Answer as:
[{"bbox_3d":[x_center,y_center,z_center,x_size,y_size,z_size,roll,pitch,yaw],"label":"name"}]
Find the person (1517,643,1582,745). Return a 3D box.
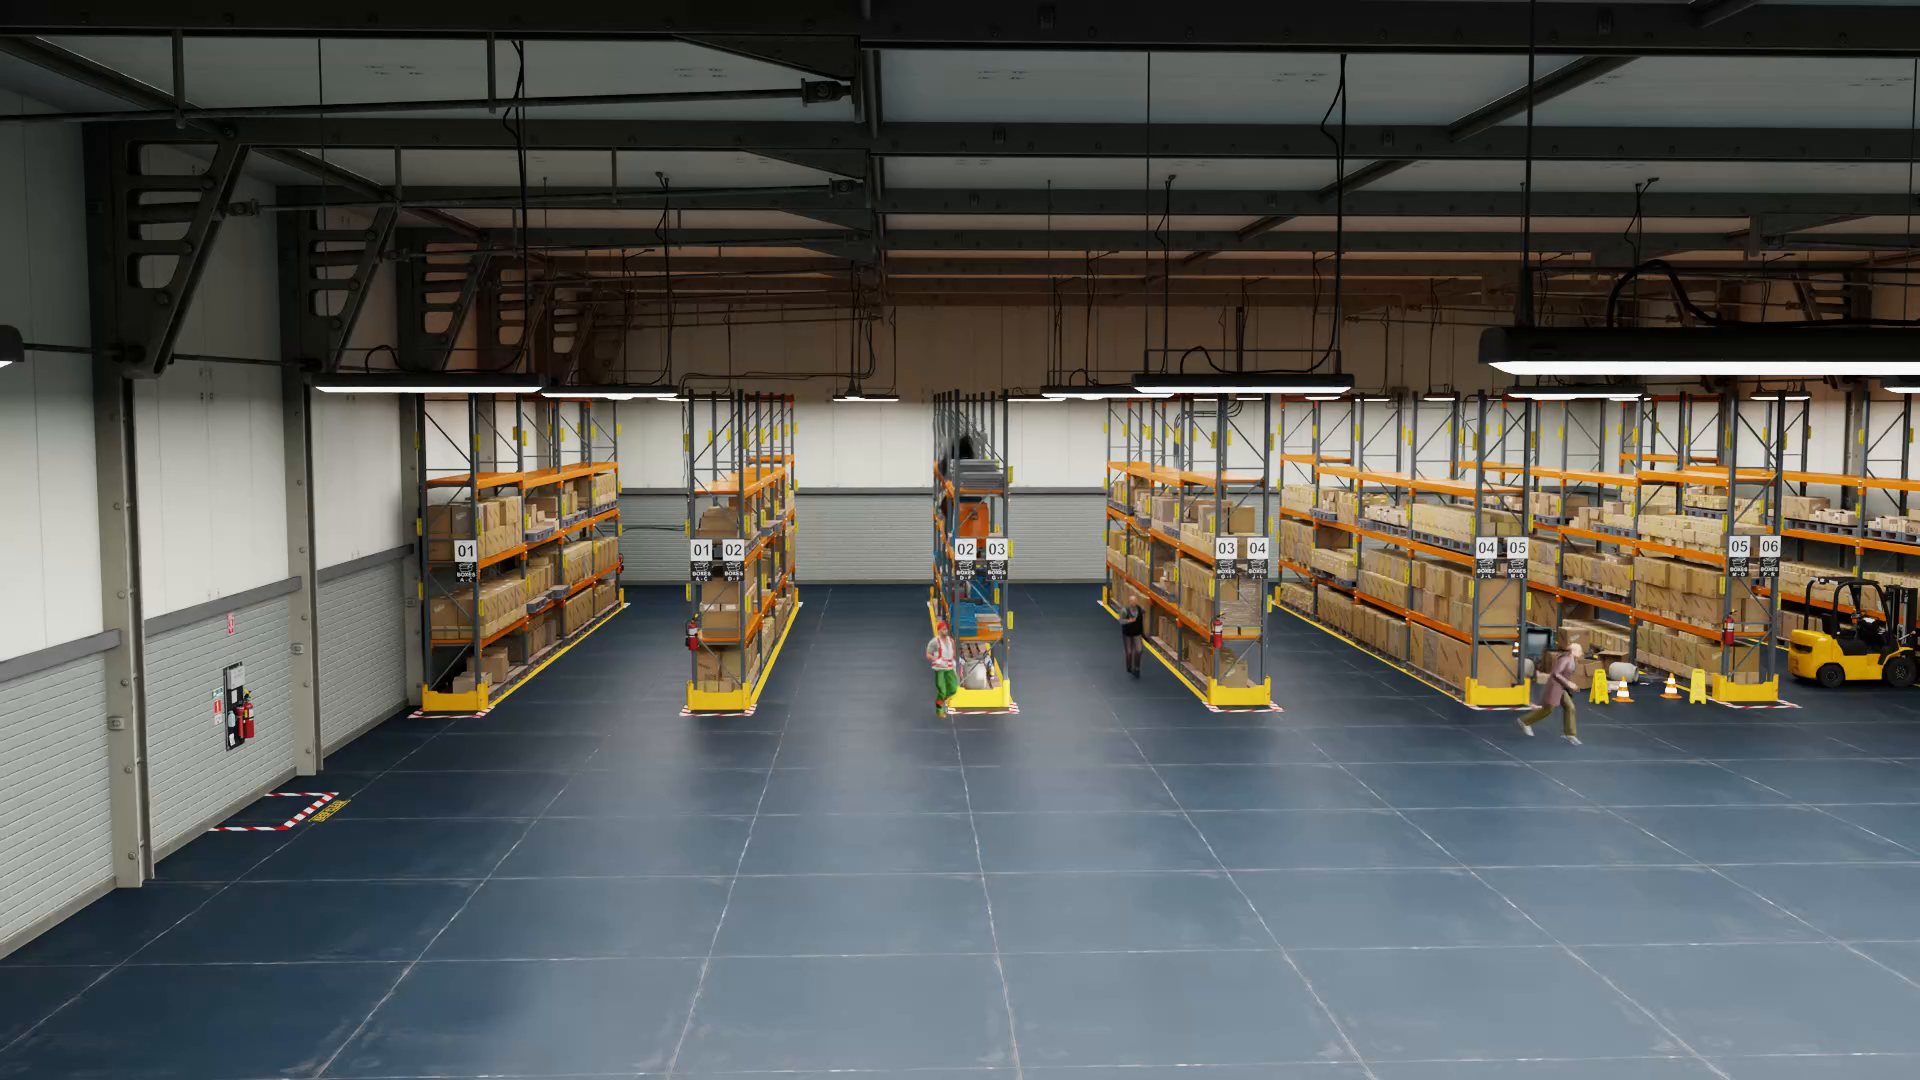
[{"bbox_3d":[10.049,2.589,28.265,1.098,1.739,0.751,3,5,31],"label":"person"}]

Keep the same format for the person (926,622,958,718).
[{"bbox_3d":[-0.291,2.370,30.390,0.666,1.754,0.581,-3,6,-35],"label":"person"}]

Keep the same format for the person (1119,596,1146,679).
[{"bbox_3d":[3.620,2.040,34.889,0.628,1.772,0.828,0,5,-2],"label":"person"}]
